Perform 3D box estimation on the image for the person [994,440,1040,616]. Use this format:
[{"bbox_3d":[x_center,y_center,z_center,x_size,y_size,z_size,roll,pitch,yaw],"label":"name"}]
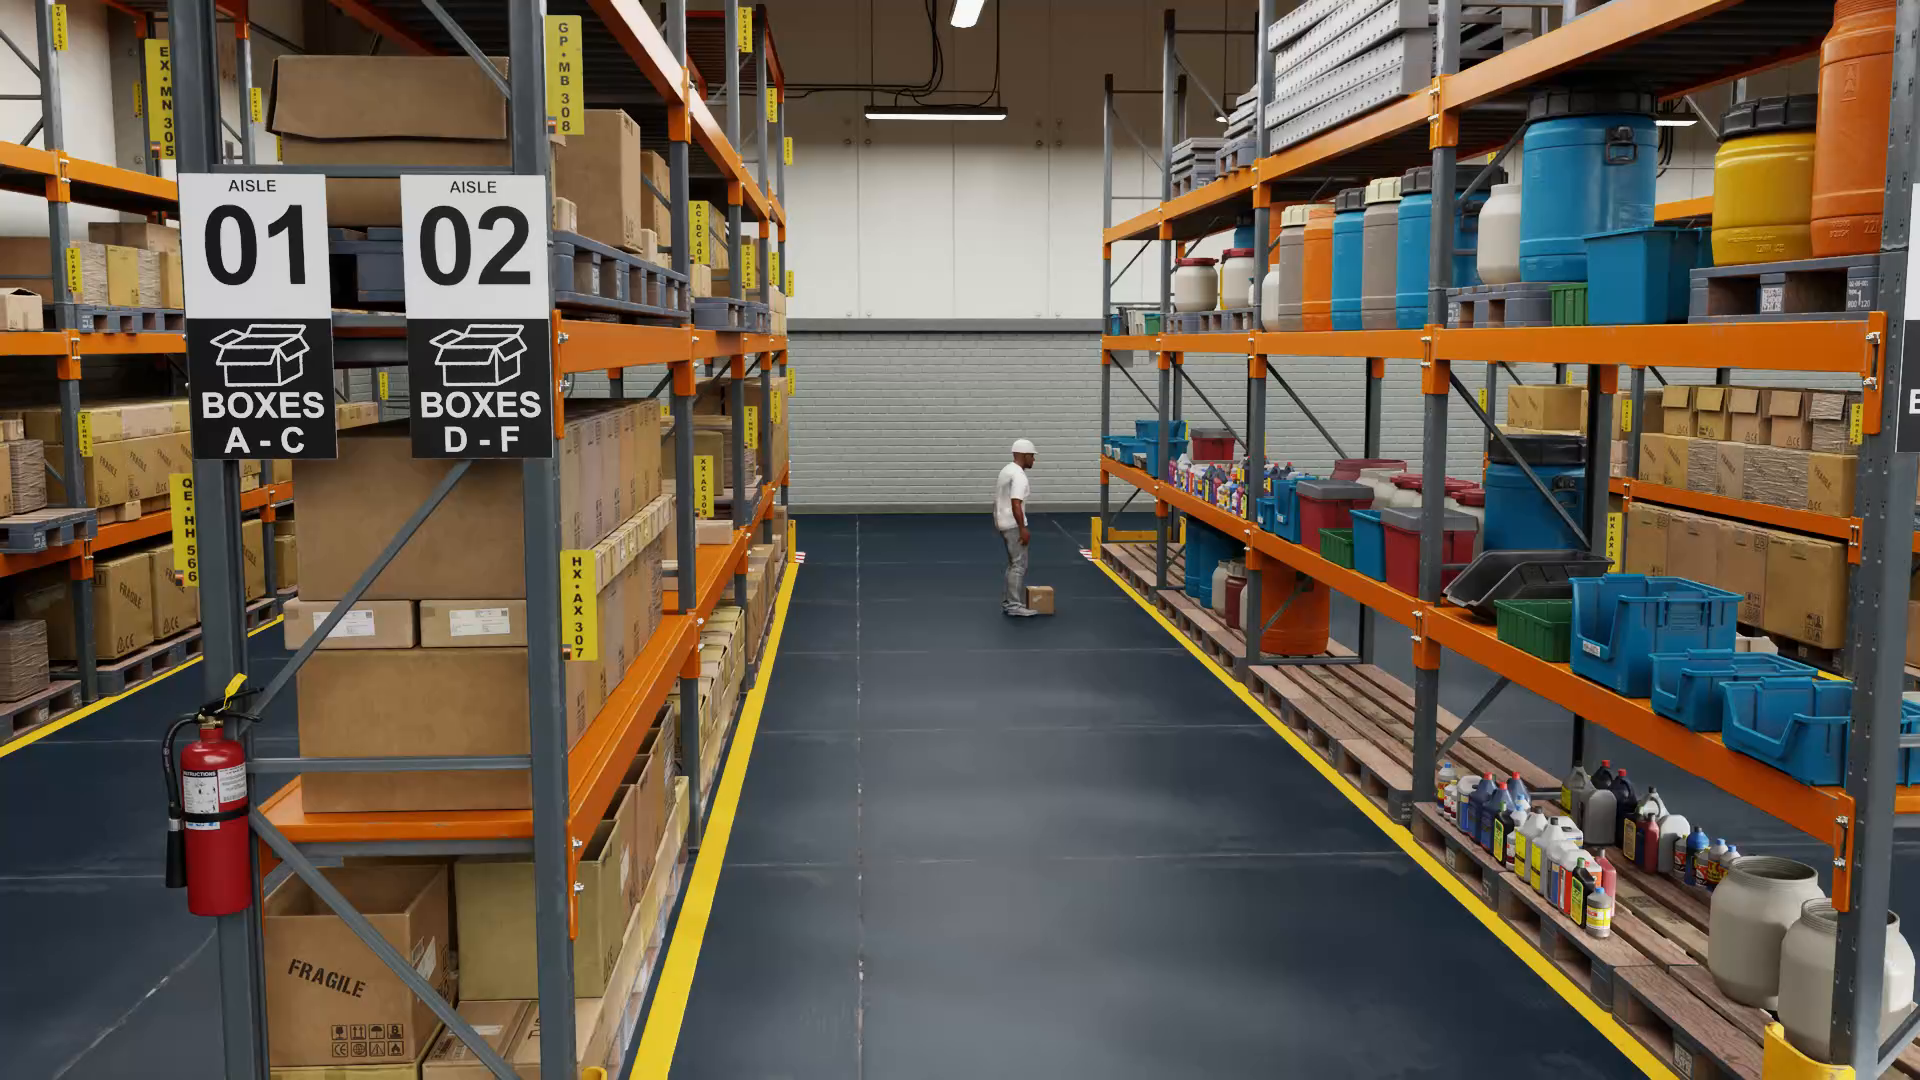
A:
[{"bbox_3d":[0.578,-0.134,16.792,0.459,1.760,0.634,-1,7,-7],"label":"person"}]
